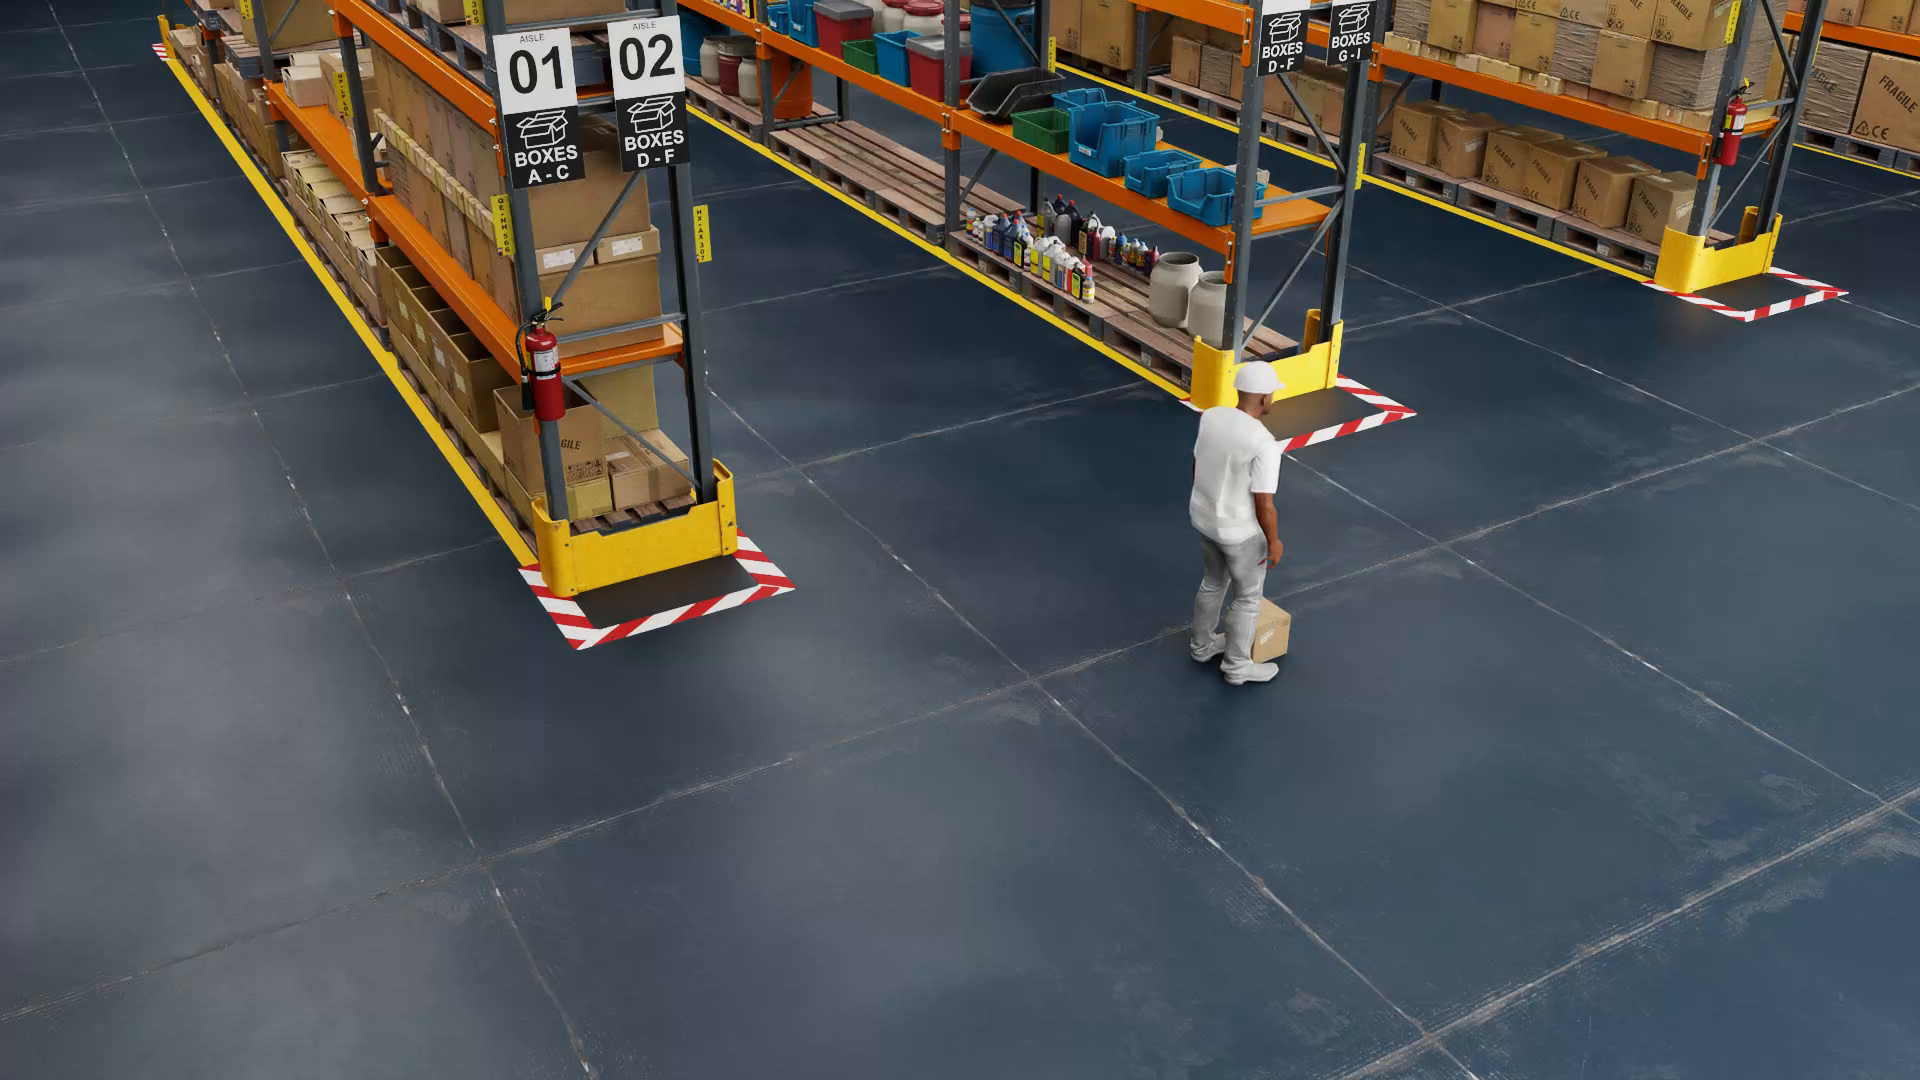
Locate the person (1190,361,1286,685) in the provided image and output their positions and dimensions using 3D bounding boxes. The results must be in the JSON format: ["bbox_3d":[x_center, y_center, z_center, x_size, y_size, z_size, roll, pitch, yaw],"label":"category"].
[{"bbox_3d":[1.453,-0.097,8.721,0.456,1.761,0.627,-16,32,-26],"label":"person"}]
